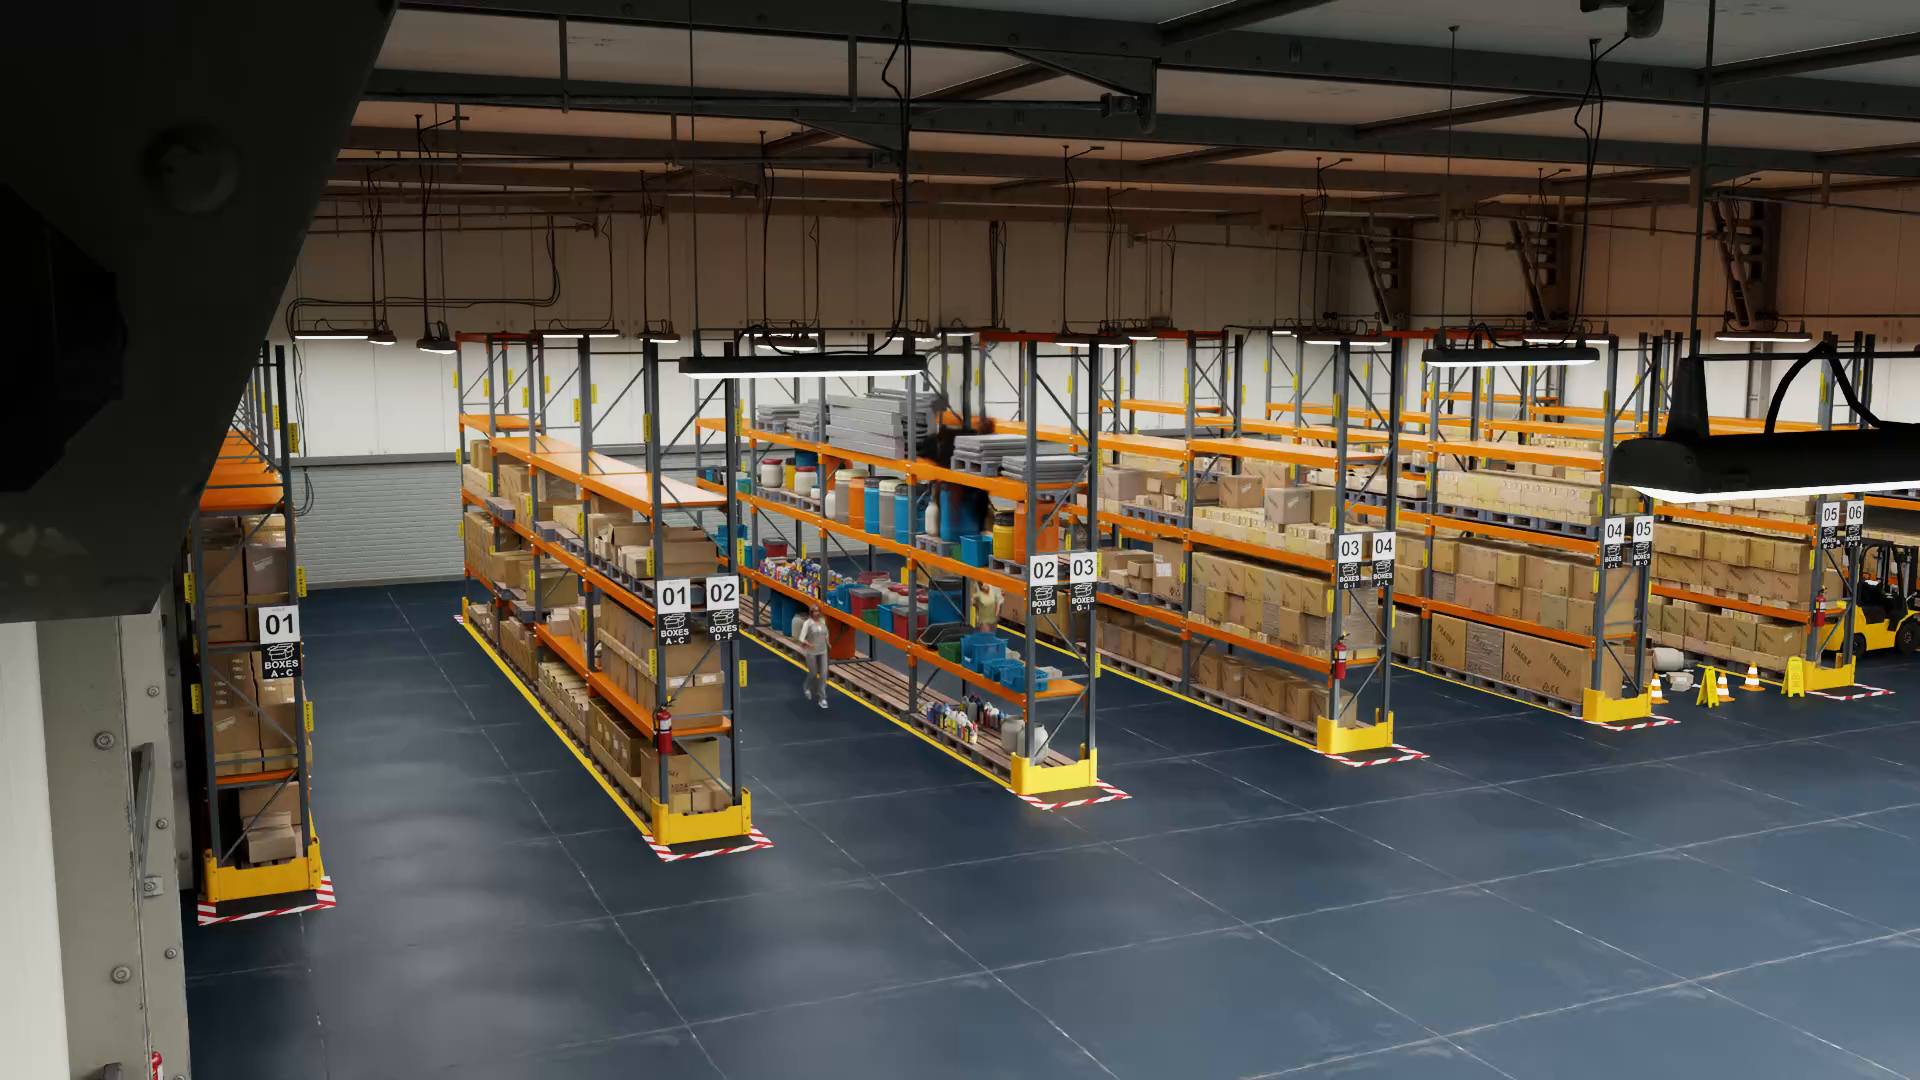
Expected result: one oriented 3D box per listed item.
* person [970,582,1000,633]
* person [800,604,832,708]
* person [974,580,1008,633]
[{"bbox_3d":[0.453,1.485,29.764,0.570,1.676,0.864,-4,9,-28],"label":"person"},{"bbox_3d":[-2.234,1.778,25.919,0.546,1.591,0.739,-4,9,-29],"label":"person"},{"bbox_3d":[0.616,1.201,31.584,0.650,1.823,0.814,-3,8,-22],"label":"person"}]
